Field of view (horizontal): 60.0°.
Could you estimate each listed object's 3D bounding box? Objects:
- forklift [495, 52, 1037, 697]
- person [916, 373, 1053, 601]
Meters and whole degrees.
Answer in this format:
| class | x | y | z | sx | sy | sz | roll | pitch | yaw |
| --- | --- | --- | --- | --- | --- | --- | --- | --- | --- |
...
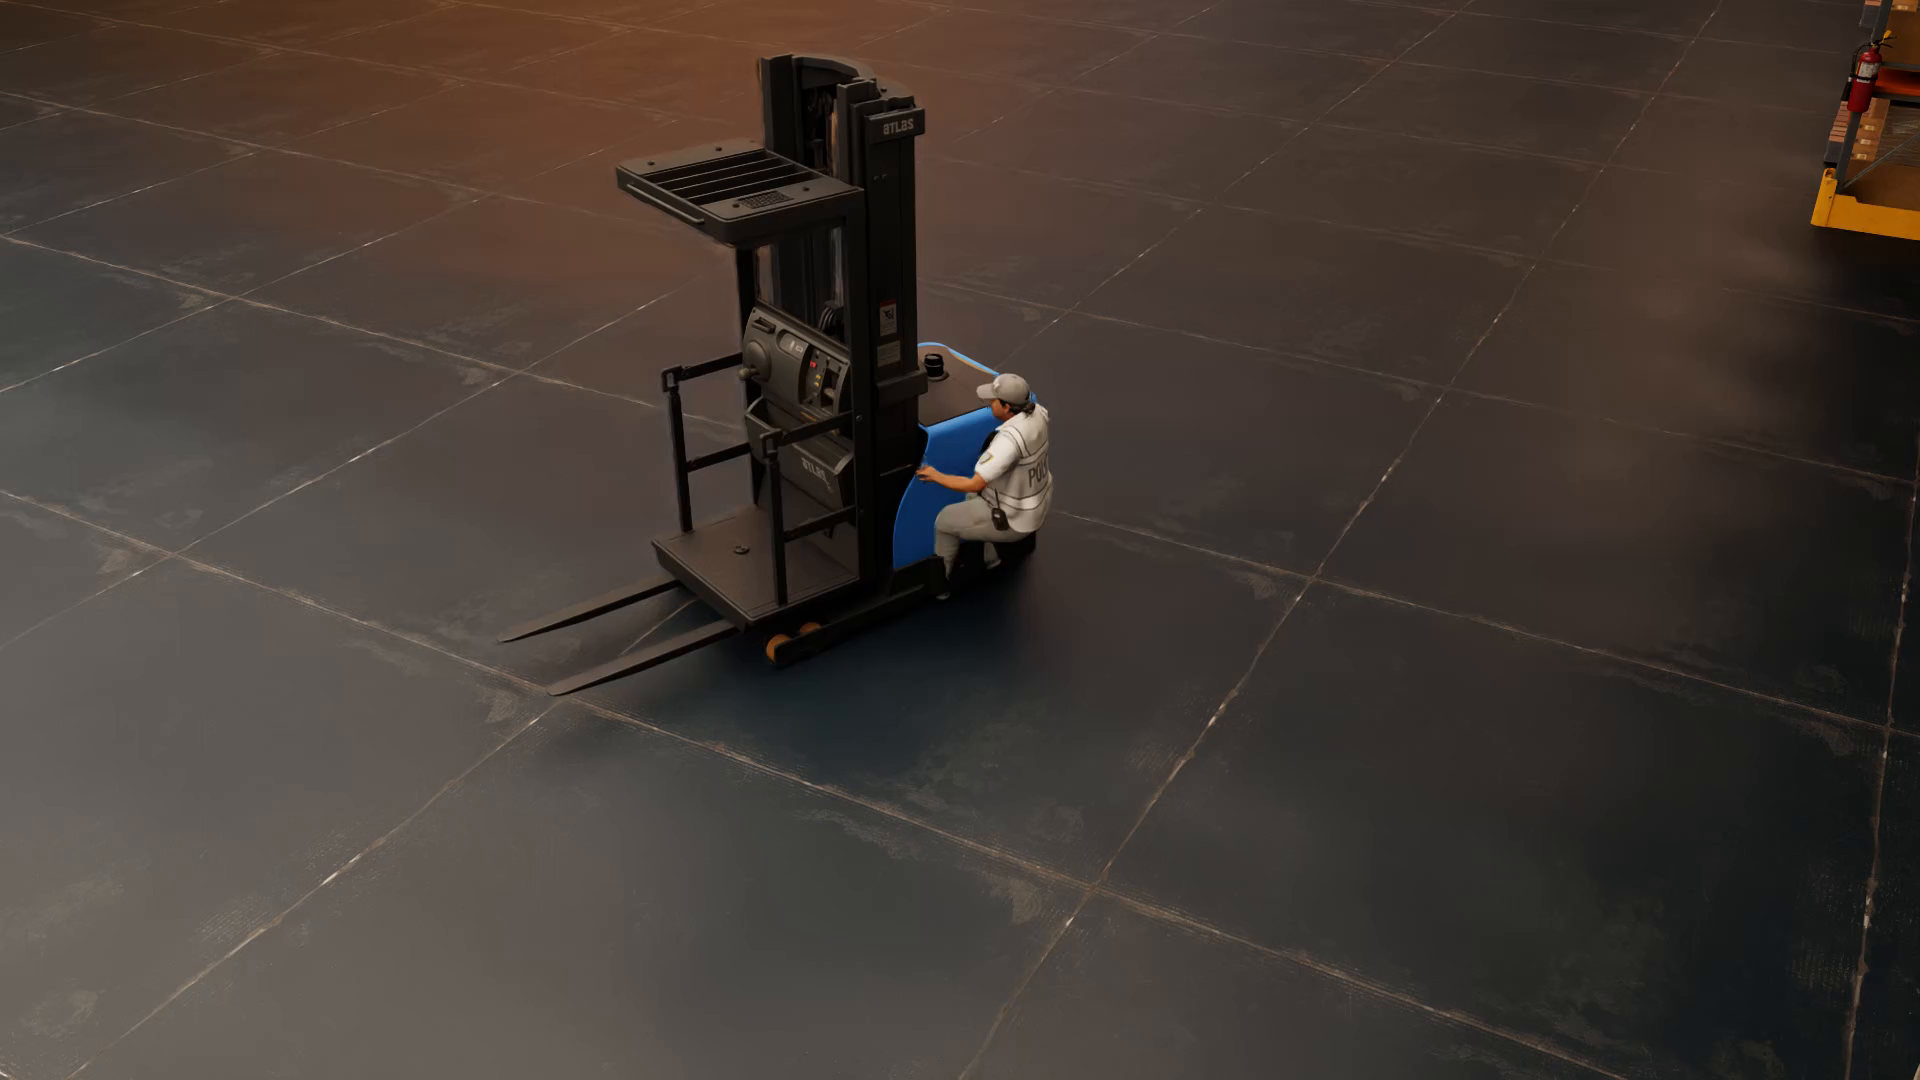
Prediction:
| class | x | y | z | sx | sy | sz | roll | pitch | yaw |
| --- | --- | --- | --- | --- | --- | --- | --- | --- | --- |
| forklift | -1.029 | -0.901 | 8.631 | 3.031 | 2.935 | 1.130 | -21 | 36 | -32 |
| person | 0.079 | -0.285 | 9.080 | 0.831 | 1.442 | 0.816 | 9 | 31 | 14 |
